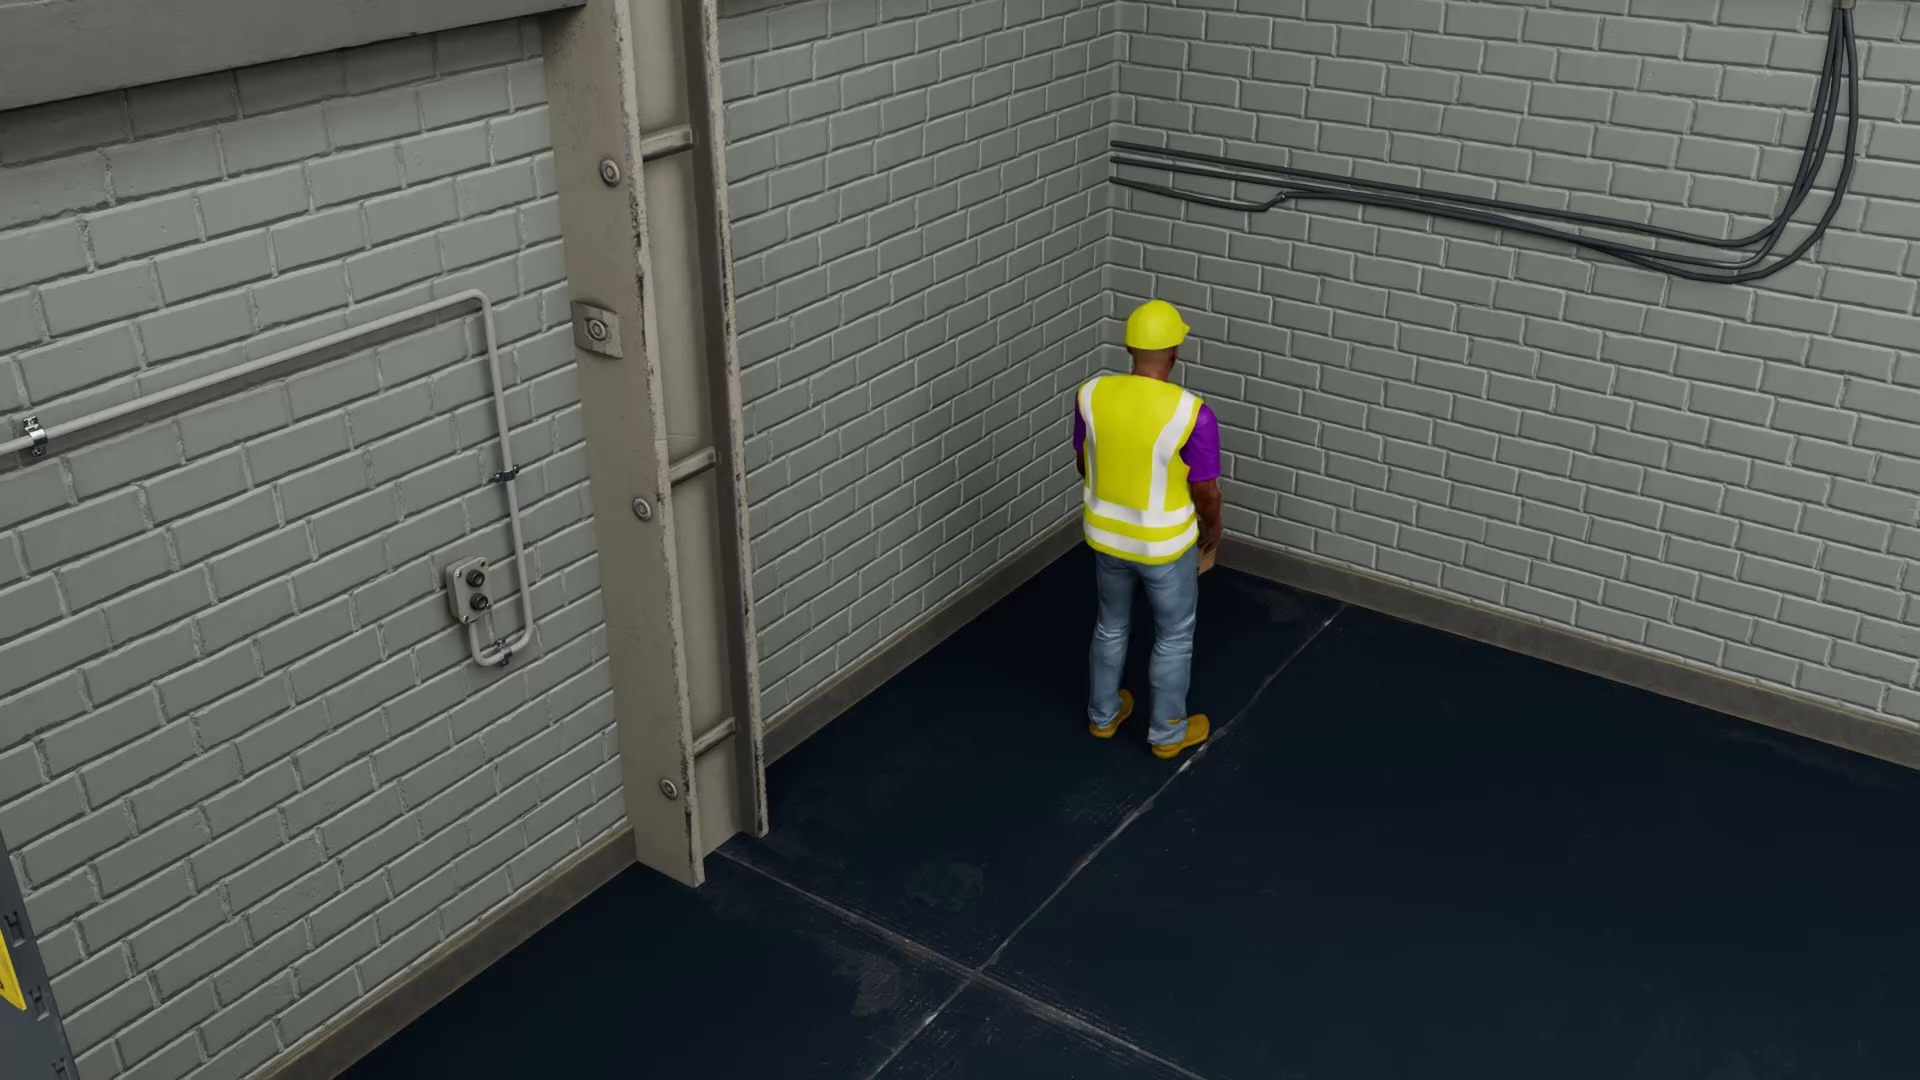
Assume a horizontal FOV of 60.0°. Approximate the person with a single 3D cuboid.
[{"bbox_3d":[0.691,-0.032,6.156,0.575,1.765,0.458,17,31,29],"label":"person"}]
